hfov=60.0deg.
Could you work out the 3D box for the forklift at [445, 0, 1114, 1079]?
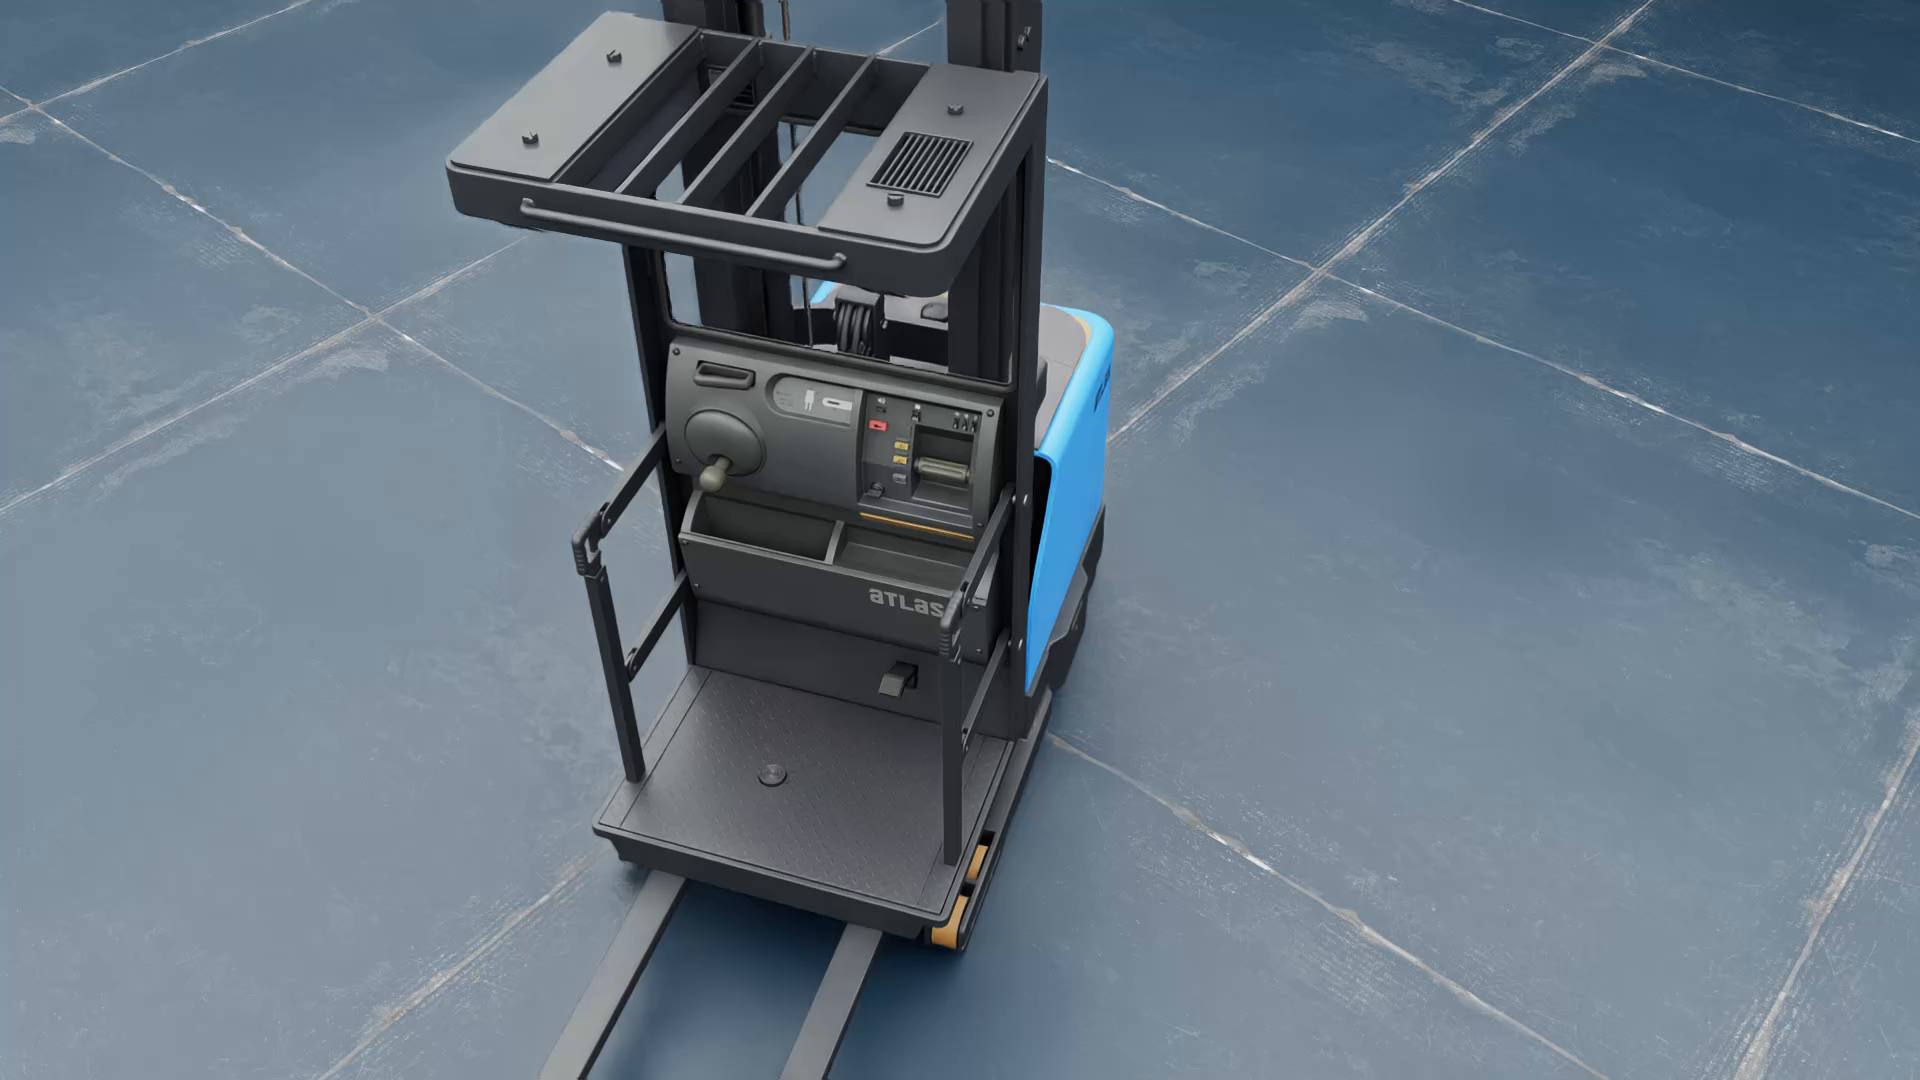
[{"bbox_3d":[-0.412,-0.186,4.276,1.130,2.935,3.031,12,44,13],"label":"forklift"}]
